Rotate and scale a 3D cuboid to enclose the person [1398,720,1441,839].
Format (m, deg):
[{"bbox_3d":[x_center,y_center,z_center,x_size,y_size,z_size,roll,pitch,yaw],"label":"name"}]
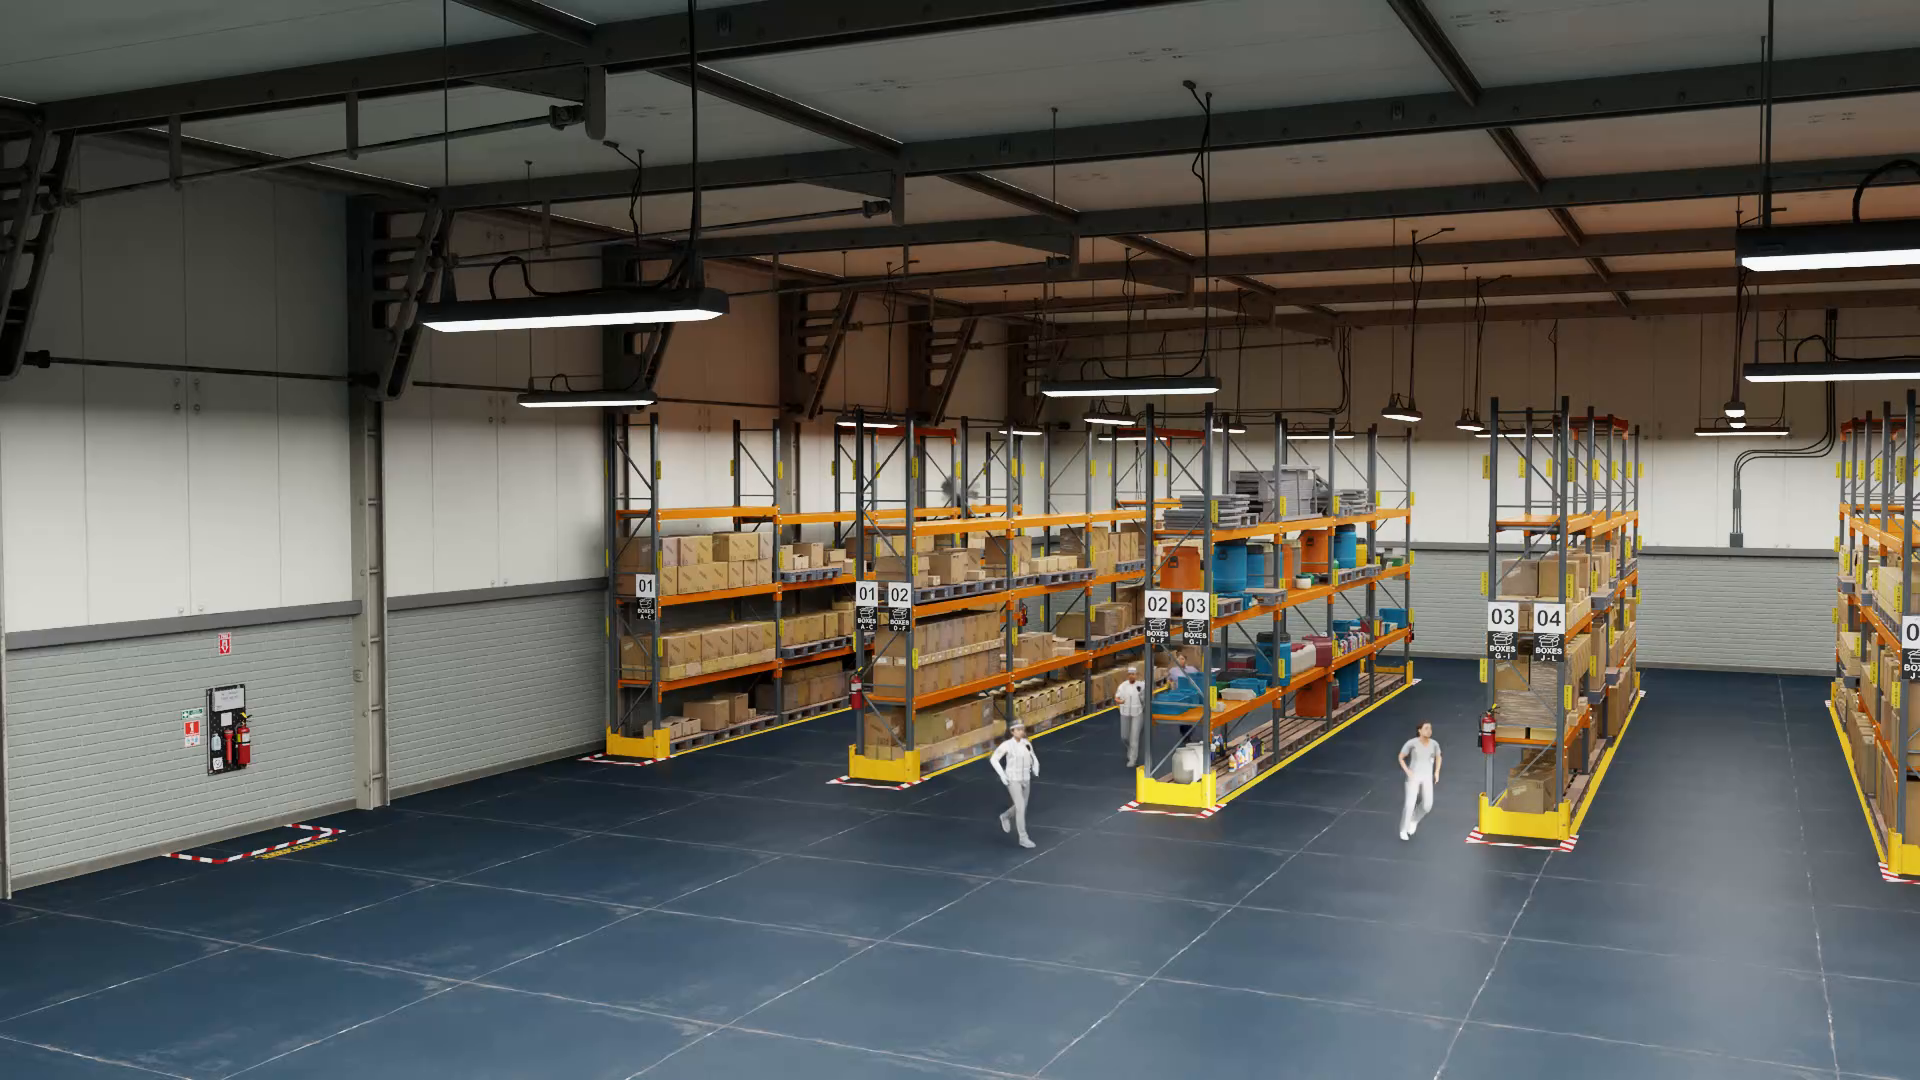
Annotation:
[{"bbox_3d":[6.260,3.249,22.536,0.622,1.621,0.525,0,2,0],"label":"person"}]

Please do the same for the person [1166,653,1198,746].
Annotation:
[{"bbox_3d":[4.066,2.922,30.442,0.592,1.699,0.725,1,3,24],"label":"person"}]

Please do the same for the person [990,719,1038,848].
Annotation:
[{"bbox_3d":[0.746,3.218,22.245,0.643,1.665,0.876,-2,3,-33],"label":"person"}]

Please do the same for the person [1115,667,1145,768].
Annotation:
[{"bbox_3d":[2.930,2.976,28.231,0.614,1.643,0.917,1,3,19],"label":"person"}]
